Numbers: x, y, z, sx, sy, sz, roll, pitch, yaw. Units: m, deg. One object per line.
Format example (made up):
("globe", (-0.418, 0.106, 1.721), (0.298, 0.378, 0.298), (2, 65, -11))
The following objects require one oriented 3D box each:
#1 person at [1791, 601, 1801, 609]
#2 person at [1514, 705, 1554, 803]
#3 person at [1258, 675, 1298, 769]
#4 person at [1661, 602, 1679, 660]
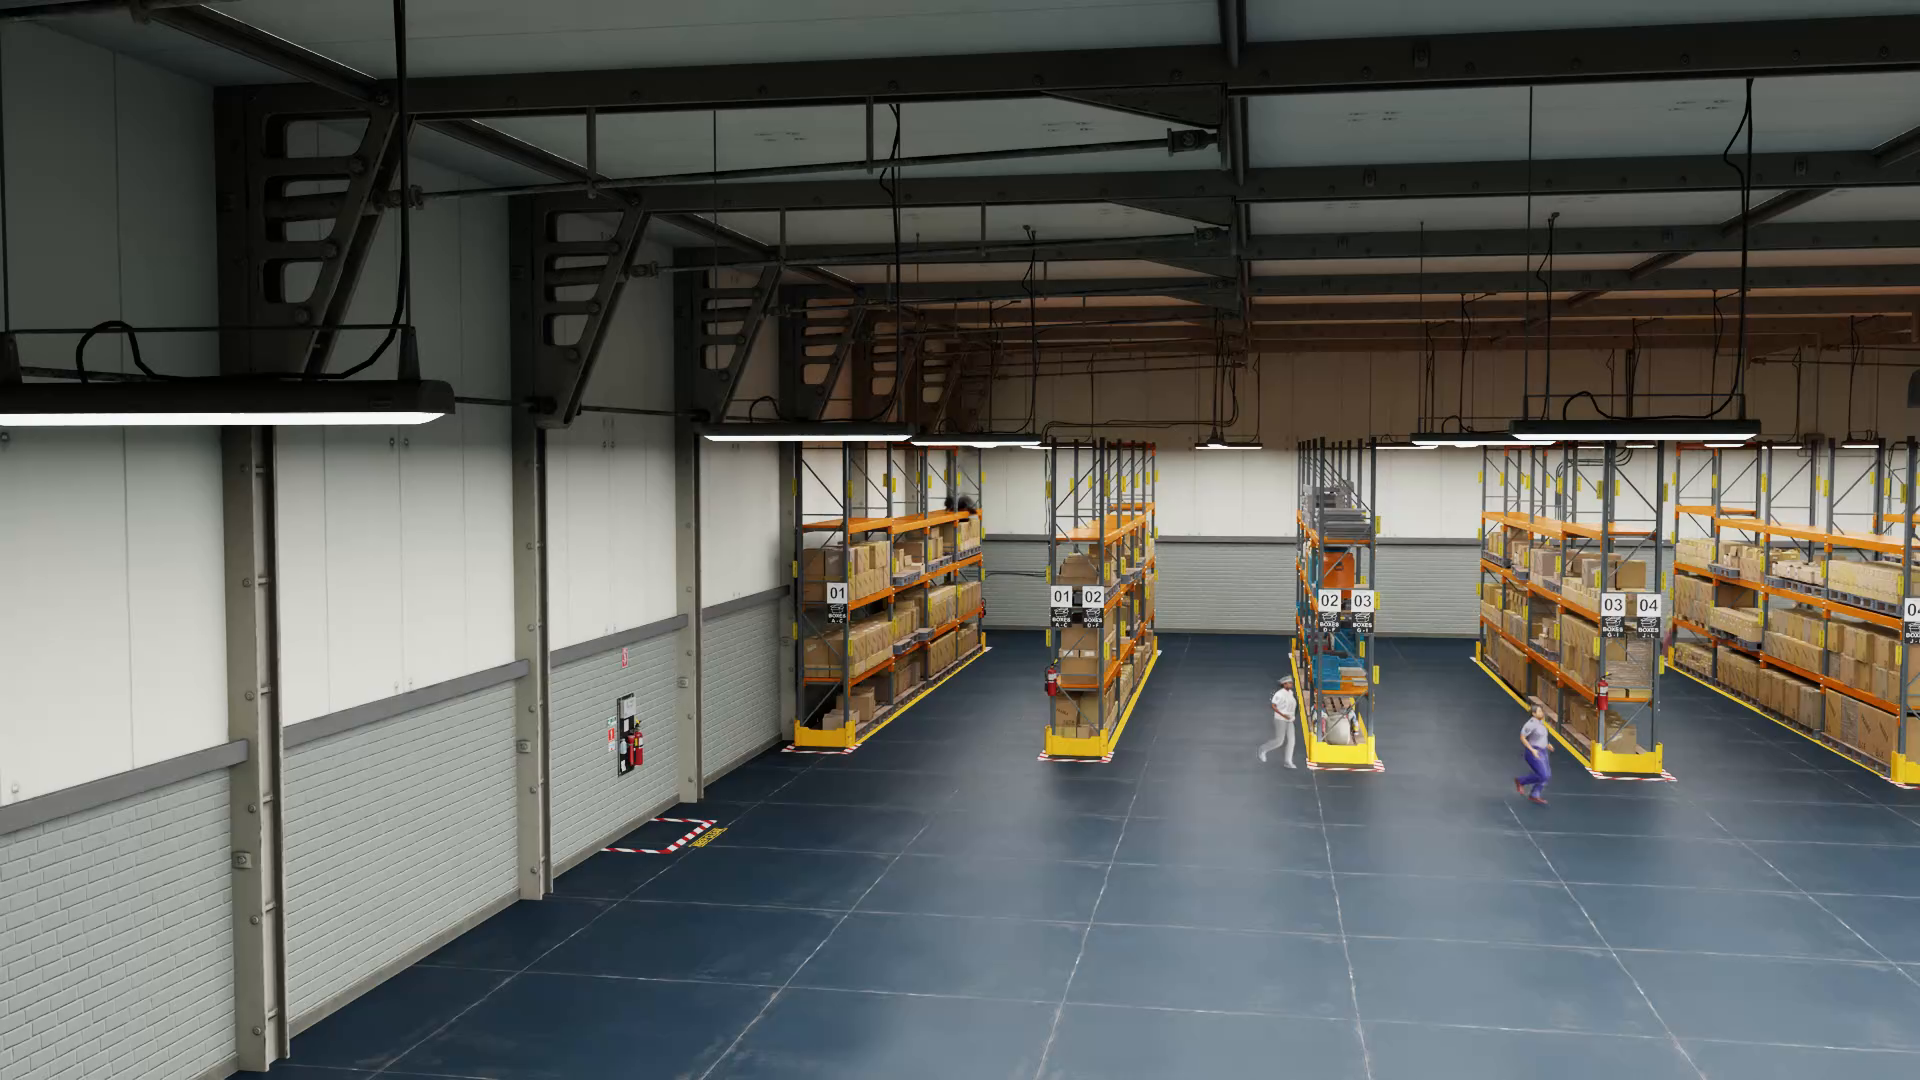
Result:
("person", (22.656, 2.474, 45.141), (0.957, 1.667, 0.559), (0, 3, 9))
("person", (9.385, 3.496, 27.166), (0.551, 1.597, 0.614), (2, 4, 40))
("person", (5.922, 3.289, 30.325), (0.634, 1.652, 0.837), (-3, 4, -40))
("person", (19.586, 2.508, 45.695), (0.654, 1.617, 0.610), (0, 3, -6))
